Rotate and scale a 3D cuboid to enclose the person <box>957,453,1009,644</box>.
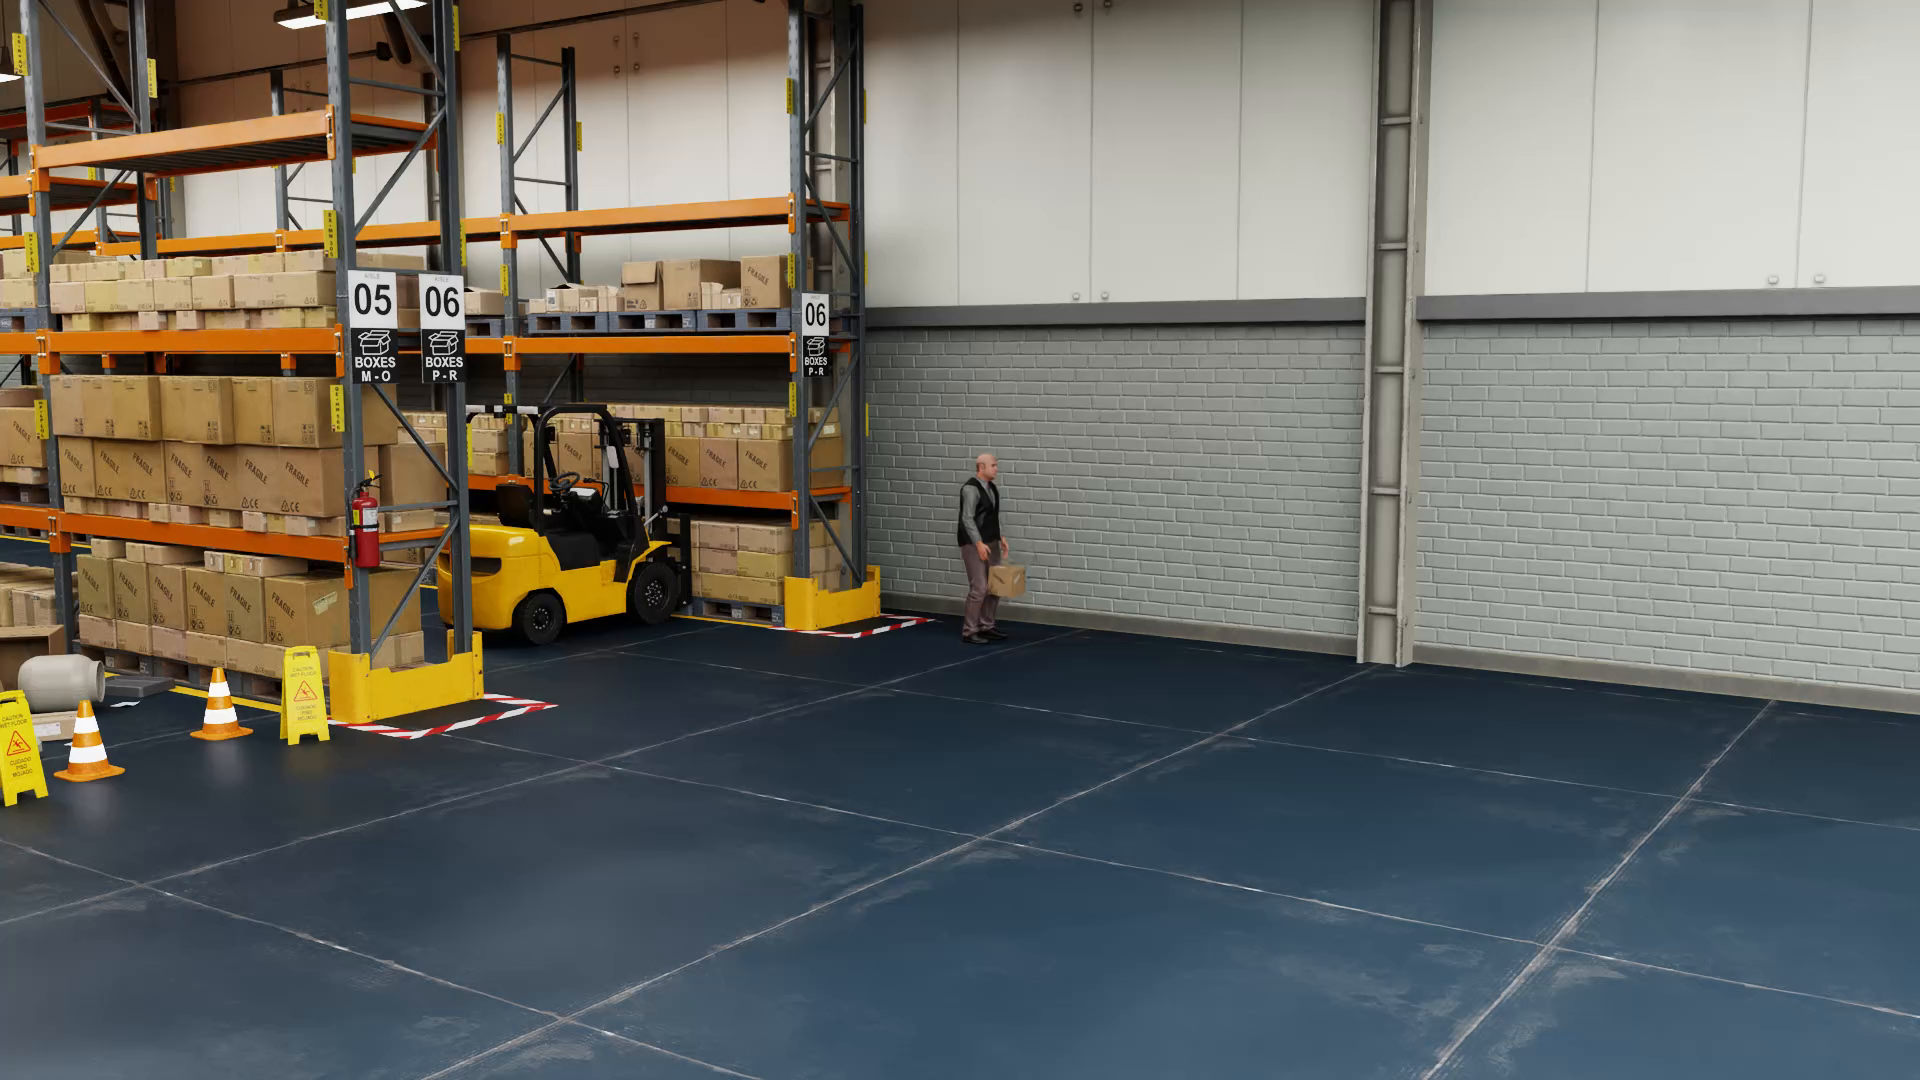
[{"bbox_3d":[0.198,0.115,15.274,0.419,1.625,0.560,4,7,32],"label":"person"}]
